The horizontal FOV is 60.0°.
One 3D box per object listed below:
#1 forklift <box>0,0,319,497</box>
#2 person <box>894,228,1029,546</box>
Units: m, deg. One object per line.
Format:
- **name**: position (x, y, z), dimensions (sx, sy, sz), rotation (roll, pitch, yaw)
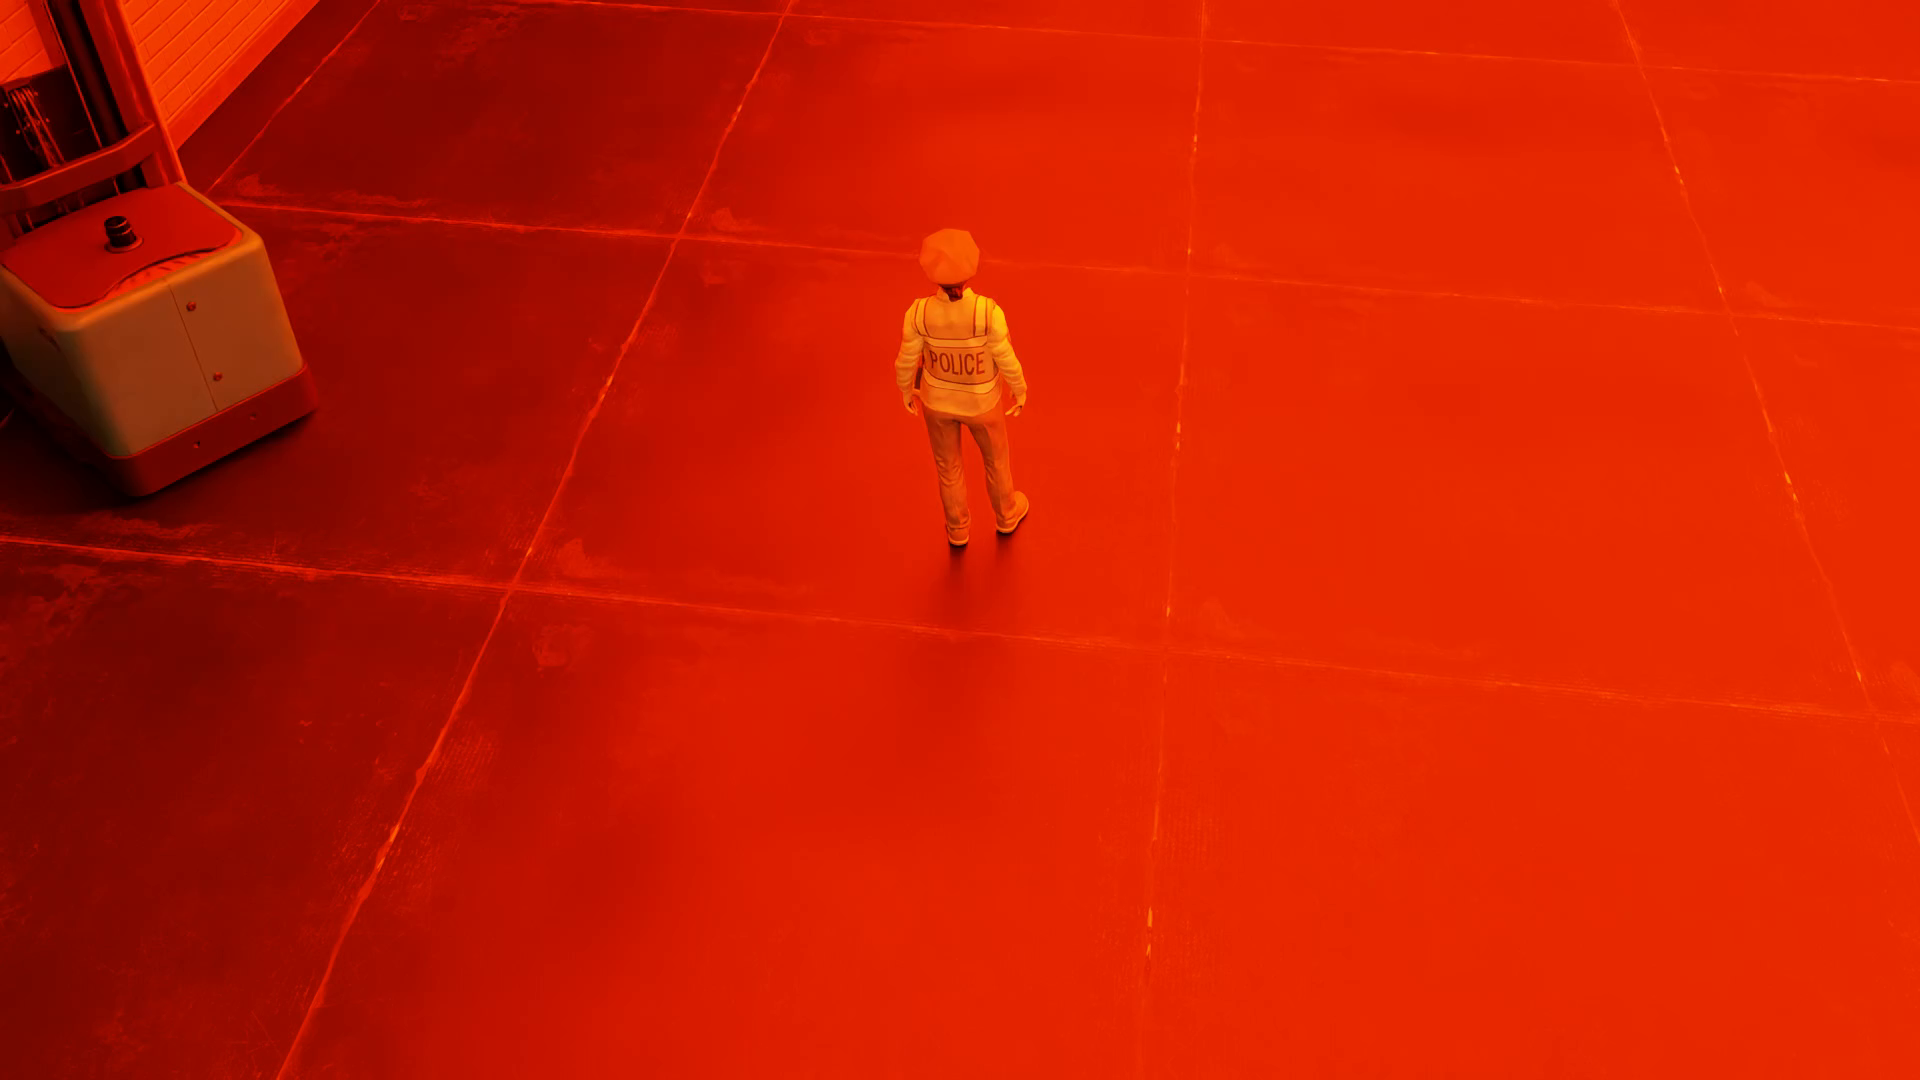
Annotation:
- **forklift**: position (-4.723, -2.159, 8.074), dimensions (3.031, 2.935, 1.130), rotation (32, 51, 30)
- **person**: position (0.025, -0.674, 7.362), dimensions (0.568, 1.694, 0.530), rotation (5, 43, 6)
